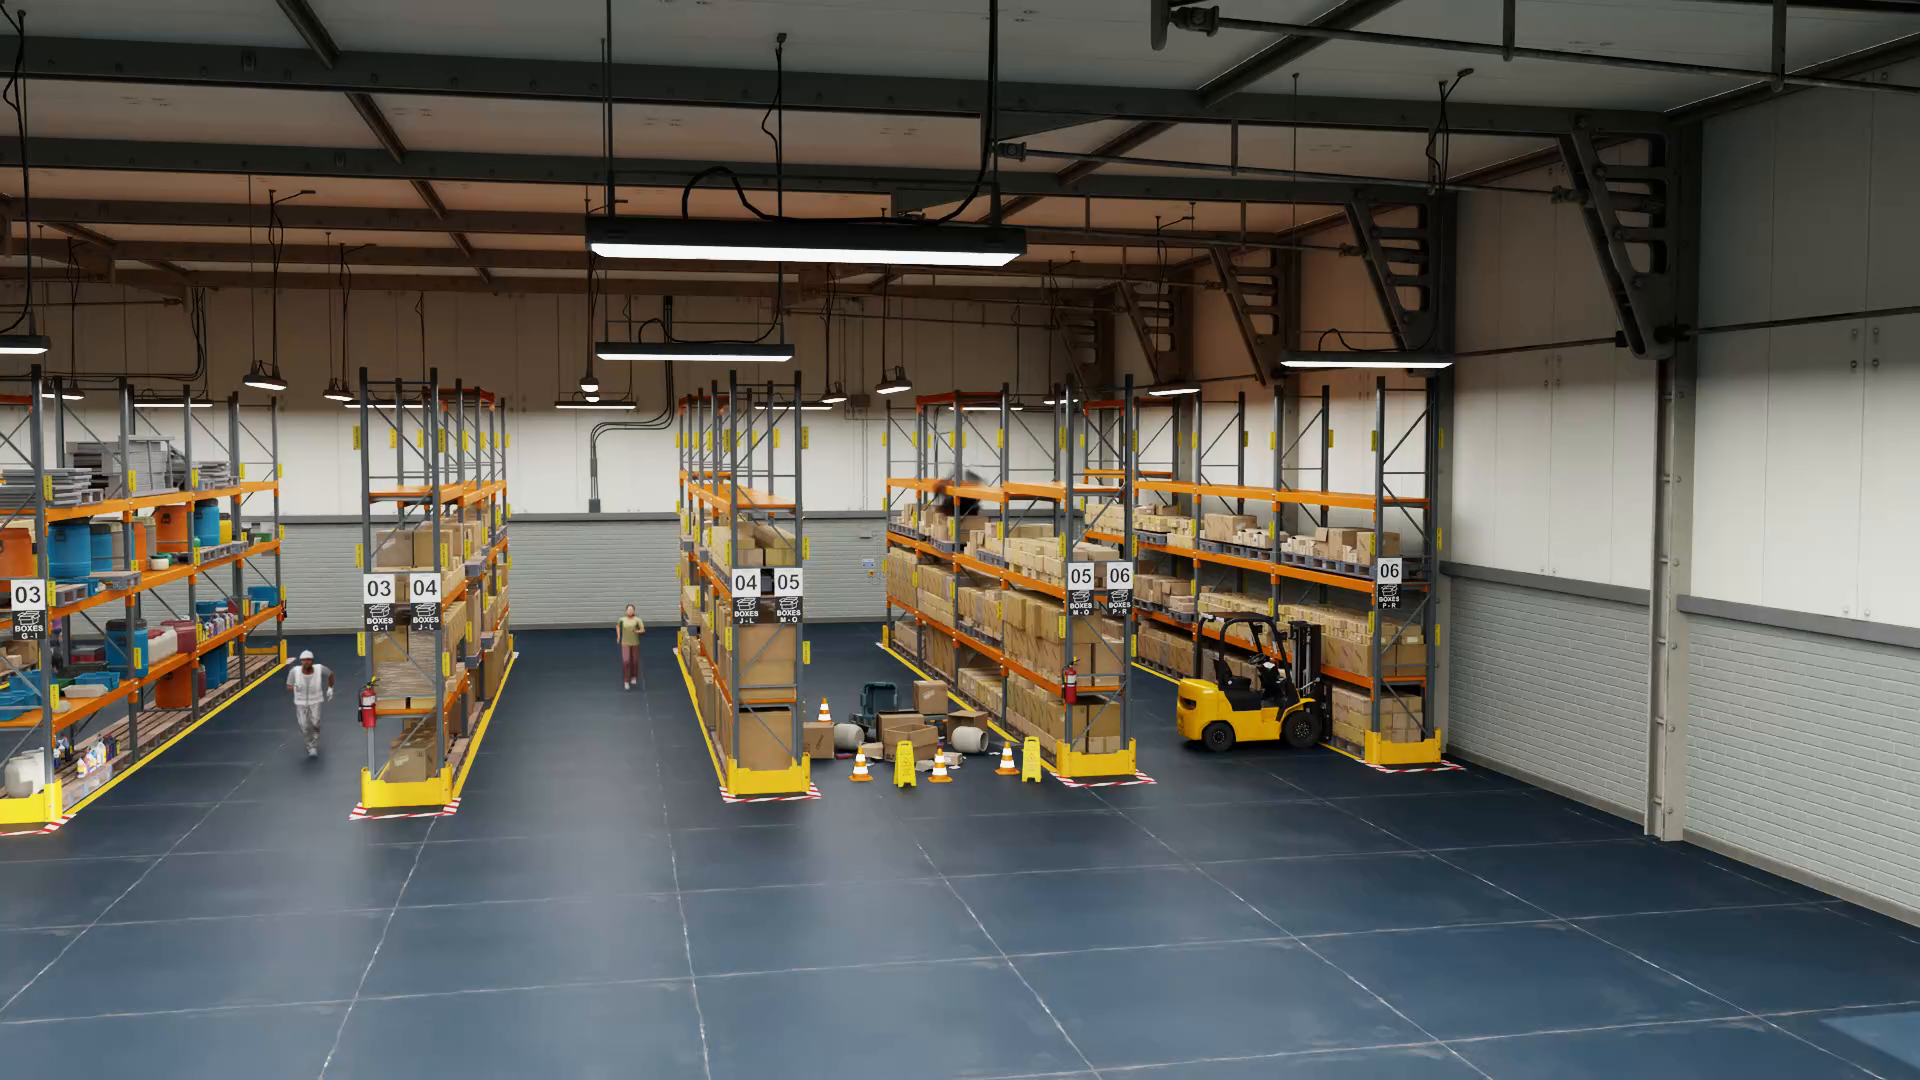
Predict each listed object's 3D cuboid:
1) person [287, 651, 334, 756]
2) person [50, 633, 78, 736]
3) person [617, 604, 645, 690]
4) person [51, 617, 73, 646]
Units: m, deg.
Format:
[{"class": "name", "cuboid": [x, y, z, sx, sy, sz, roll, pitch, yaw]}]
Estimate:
[{"class": "person", "cuboid": [-10.214, 2.580, 26.128, 0.667, 1.707, 0.742, -1, 3, -13]}, {"class": "person", "cuboid": [-15.449, 2.447, 28.691, 0.628, 1.730, 1.127, -1, 3, -12]}, {"class": "person", "cuboid": [-6.660, 2.136, 33.649, 0.564, 1.682, 0.907, -1, 3, -11]}, {"class": "person", "cuboid": [-20.265, 1.999, 37.375, 0.622, 1.590, 0.606, 1, 3, 10]}]
